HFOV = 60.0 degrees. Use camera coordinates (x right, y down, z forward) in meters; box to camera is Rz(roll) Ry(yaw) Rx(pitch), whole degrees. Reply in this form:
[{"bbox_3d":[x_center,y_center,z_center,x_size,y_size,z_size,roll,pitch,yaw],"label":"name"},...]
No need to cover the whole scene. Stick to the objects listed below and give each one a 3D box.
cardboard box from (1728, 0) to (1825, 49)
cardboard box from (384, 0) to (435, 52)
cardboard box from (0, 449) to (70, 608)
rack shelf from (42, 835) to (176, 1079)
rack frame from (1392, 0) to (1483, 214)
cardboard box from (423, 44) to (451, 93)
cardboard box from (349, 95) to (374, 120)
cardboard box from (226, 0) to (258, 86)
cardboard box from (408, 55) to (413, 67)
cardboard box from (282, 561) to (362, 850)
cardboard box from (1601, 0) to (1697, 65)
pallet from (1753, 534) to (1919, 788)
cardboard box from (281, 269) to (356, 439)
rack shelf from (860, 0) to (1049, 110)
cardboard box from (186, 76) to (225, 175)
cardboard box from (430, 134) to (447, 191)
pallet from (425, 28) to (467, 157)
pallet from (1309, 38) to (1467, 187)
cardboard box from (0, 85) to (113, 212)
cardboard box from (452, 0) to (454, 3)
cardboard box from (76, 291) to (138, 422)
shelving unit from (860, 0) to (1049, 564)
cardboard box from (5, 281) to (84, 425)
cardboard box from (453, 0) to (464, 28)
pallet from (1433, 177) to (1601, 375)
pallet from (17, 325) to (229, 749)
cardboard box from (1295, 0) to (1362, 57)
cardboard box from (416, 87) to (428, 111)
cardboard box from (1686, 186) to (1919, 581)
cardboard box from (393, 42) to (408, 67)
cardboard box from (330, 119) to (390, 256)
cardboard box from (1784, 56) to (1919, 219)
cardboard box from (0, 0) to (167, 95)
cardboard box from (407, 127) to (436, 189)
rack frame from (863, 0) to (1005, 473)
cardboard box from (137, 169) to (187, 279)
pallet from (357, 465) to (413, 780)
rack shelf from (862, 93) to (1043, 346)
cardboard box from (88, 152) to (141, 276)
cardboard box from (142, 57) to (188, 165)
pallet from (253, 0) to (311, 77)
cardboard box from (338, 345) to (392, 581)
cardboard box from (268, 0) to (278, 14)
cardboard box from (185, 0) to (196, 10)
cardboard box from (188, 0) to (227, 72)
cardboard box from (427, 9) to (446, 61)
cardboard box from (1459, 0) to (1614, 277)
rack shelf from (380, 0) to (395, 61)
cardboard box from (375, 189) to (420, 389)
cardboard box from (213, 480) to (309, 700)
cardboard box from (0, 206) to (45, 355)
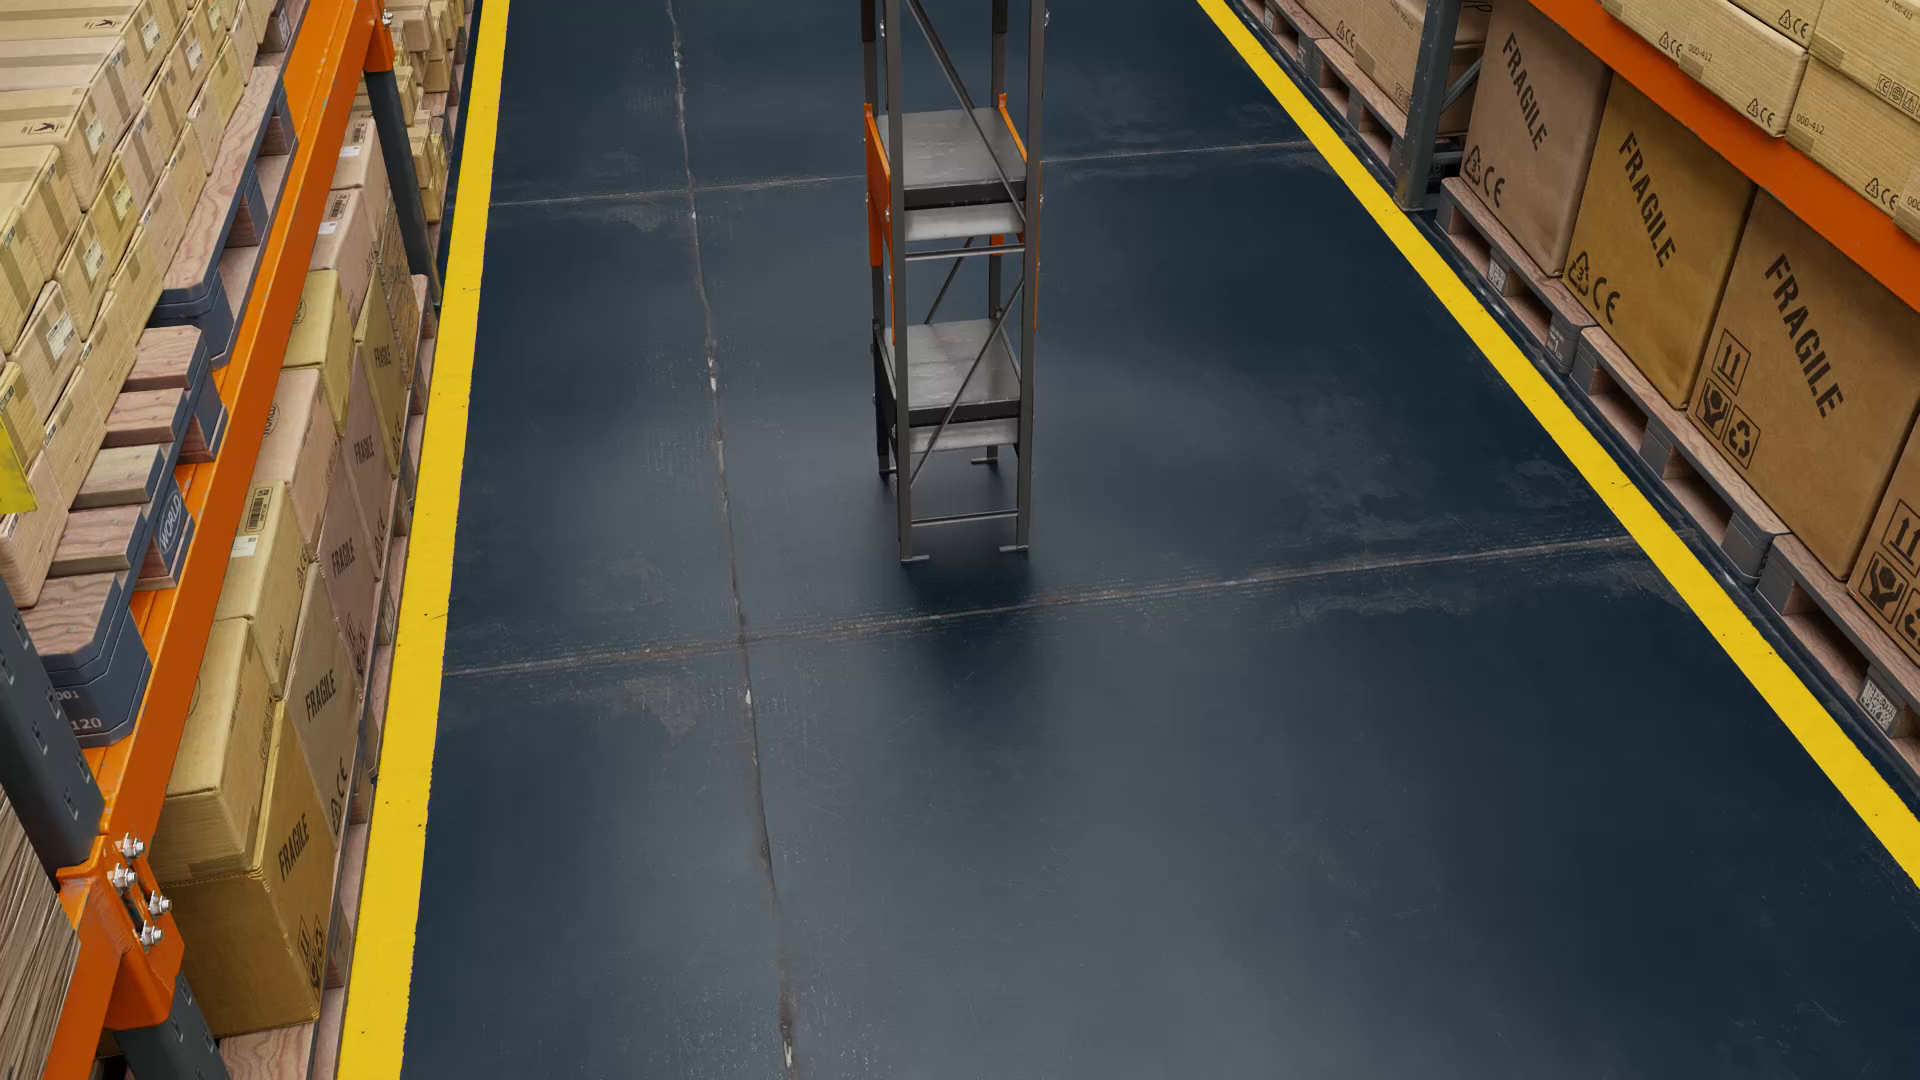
[{"bbox_3d":[2.425,-1.571,4.541,0.500,0.250,0.500,-7,38,-9],"label":"cardboard box"},{"bbox_3d":[-2.474,-2.203,7.137,0.380,0.149,0.250,-5,38,-7],"label":"cardboard box"},{"bbox_3d":[-1.681,-0.002,2.671,0.380,0.149,0.250,-7,38,-9],"label":"cardboard box"},{"bbox_3d":[-1.450,1.848,1.012,1.077,0.370,4.000,-6,38,-8],"label":"rack shelf"},{"bbox_3d":[2.354,-2.653,6.220,1.000,3.000,0.127,-6,38,-8],"label":"rack frame"},{"bbox_3d":[-2.517,-2.134,7.533,0.380,0.149,0.250,-7,38,-9],"label":"cardboard box"},{"bbox_3d":[-2.359,-1.565,6.316,0.380,0.149,0.250,-5,38,-6],"label":"cardboard box"},{"bbox_3d":[-2.052,-1.281,4.317,0.380,0.149,0.250,-8,39,-10],"label":"cardboard box"},{"bbox_3d":[-2.506,-1.920,7.016,0.380,0.149,0.250,-8,39,-10],"label":"cardboard box"},{"bbox_3d":[-1.765,0.420,3.960,0.500,0.500,0.500,-6,38,-7],"label":"cardboard box"},{"bbox_3d":[2.337,-1.676,5.085,0.500,0.250,0.500,-7,38,-8],"label":"cardboard box"},{"bbox_3d":[2.991,0.380,4.589,1.003,0.211,1.213,-6,38,-8],"label":"pallet"},{"bbox_3d":[-1.939,-0.482,4.510,0.500,0.250,0.500,-8,39,-10],"label":"cardboard box"},{"bbox_3d":[-0.029,-1.471,4.313,0.431,0.518,0.480,-6,38,-8],"label":"rack shelf"},{"bbox_3d":[-1.959,-0.960,3.904,0.380,0.149,0.250,-7,38,-9],"label":"cardboard box"},{"bbox_3d":[-2.296,-1.515,6.737,0.380,0.149,0.250,-5,38,-7],"label":"cardboard box"},{"bbox_3d":[-2.872,-2.099,7.780,1.003,0.211,1.213,-6,38,-8],"label":"pallet"},{"bbox_3d":[2.297,-2.020,7.678,1.003,0.211,1.213,-6,38,-8],"label":"pallet"},{"bbox_3d":[-1.825,-0.716,3.104,0.380,0.149,0.250,-8,39,-10],"label":"cardboard box"},{"bbox_3d":[-2.607,-2.563,7.843,0.380,0.149,0.250,-4,38,-6],"label":"cardboard box"},{"bbox_3d":[-1.775,-0.327,3.089,0.380,0.149,0.250,-4,38,-6],"label":"cardboard box"},{"bbox_3d":[-0.029,-0.929,4.735,0.431,2.100,0.503,-6,38,-8],"label":"shelving unit"},{"bbox_3d":[-1.738,-0.305,2.818,0.380,0.149,0.250,-4,38,-6],"label":"cardboard box"},{"bbox_3d":[-2.637,-2.612,8.149,0.380,0.149,0.250,-8,39,-10],"label":"cardboard box"},{"bbox_3d":[2.563,-1.094,6.486,1.003,0.211,1.213,-6,38,-8],"label":"pallet"},{"bbox_3d":[-2.031,0.013,2.945,1.213,0.211,1.003,-6,38,-8],"label":"pallet"},{"bbox_3d":[2.192,-2.739,8.076,0.875,0.438,0.875,-7,38,-9],"label":"cardboard box"},{"bbox_3d":[-2.485,-1.807,7.113,0.380,0.149,0.250,-7,38,-9],"label":"cardboard box"},{"bbox_3d":[2.863,-0.529,4.876,0.875,0.875,0.875,-6,38,-7],"label":"cardboard box"},{"bbox_3d":[-2.441,-1.885,6.728,0.380,0.149,0.250,-7,38,-9],"label":"cardboard box"},{"bbox_3d":[-2.123,-1.112,5.320,0.500,0.250,0.500,-7,38,-9],"label":"cardboard box"},{"bbox_3d":[2.533,-1.068,4.302,0.500,0.250,0.500,-7,38,-8],"label":"cardboard box"},{"bbox_3d":[-1.923,-1.039,3.520,0.380,0.149,0.250,-5,38,-7],"label":"cardboard box"},{"bbox_3d":[-2.251,-1.471,6.437,0.380,0.149,0.250,-5,38,-6],"label":"cardboard box"},{"bbox_3d":[-0.072,-1.077,4.924,0.400,2.100,0.015,-6,38,-8],"label":"rack frame"},{"bbox_3d":[-1.873,-0.651,3.505,0.380,0.149,0.250,-5,38,-6],"label":"cardboard box"},{"bbox_3d":[-2.147,0.250,4.756,1.003,0.211,1.213,-6,38,-8],"label":"pallet"},{"bbox_3d":[-0.029,-0.918,4.743,0.431,0.518,0.480,-6,38,-8],"label":"rack shelf"},{"bbox_3d":[-1.832,-0.618,3.221,0.380,0.149,0.250,-6,38,-8],"label":"cardboard box"},{"bbox_3d":[-1.915,-0.919,3.608,0.380,0.149,0.250,-7,38,-8],"label":"cardboard box"},{"bbox_3d":[-2.511,-1.507,4.901,1.003,0.211,1.213,-6,38,-8],"label":"pallet"},{"bbox_3d":[-1.949,-0.198,4.756,0.500,0.500,0.500,-7,38,-9],"label":"cardboard box"},{"bbox_3d":[-2.150,-1.600,4.727,0.380,0.149,0.250,-6,38,-8],"label":"cardboard box"},{"bbox_3d":[-2.012,-1.353,3.924,0.380,0.149,0.250,-8,39,-10],"label":"cardboard box"},{"bbox_3d":[-2.003,-1.229,4.007,0.380,0.149,0.250,-6,38,-8],"label":"cardboard box"},{"bbox_3d":[-2.513,-2.248,7.438,0.380,0.149,0.250,-7,38,-8],"label":"cardboard box"},{"bbox_3d":[2.541,-1.614,6.272,0.875,0.875,0.875,-5,38,-7],"label":"cardboard box"},{"bbox_3d":[-2.853,-2.984,7.232,1.077,0.370,4.000,-6,38,-8],"label":"rack shelf"},{"bbox_3d":[-2.124,-0.819,5.554,0.500,0.500,0.500,-7,38,-9],"label":"cardboard box"},{"bbox_3d":[-1.772,0.133,3.718,0.500,0.250,0.500,-7,38,-9],"label":"cardboard box"},{"bbox_3d":[-1.741,-0.407,2.707,0.380,0.149,0.250,-7,38,-9],"label":"cardboard box"}]
